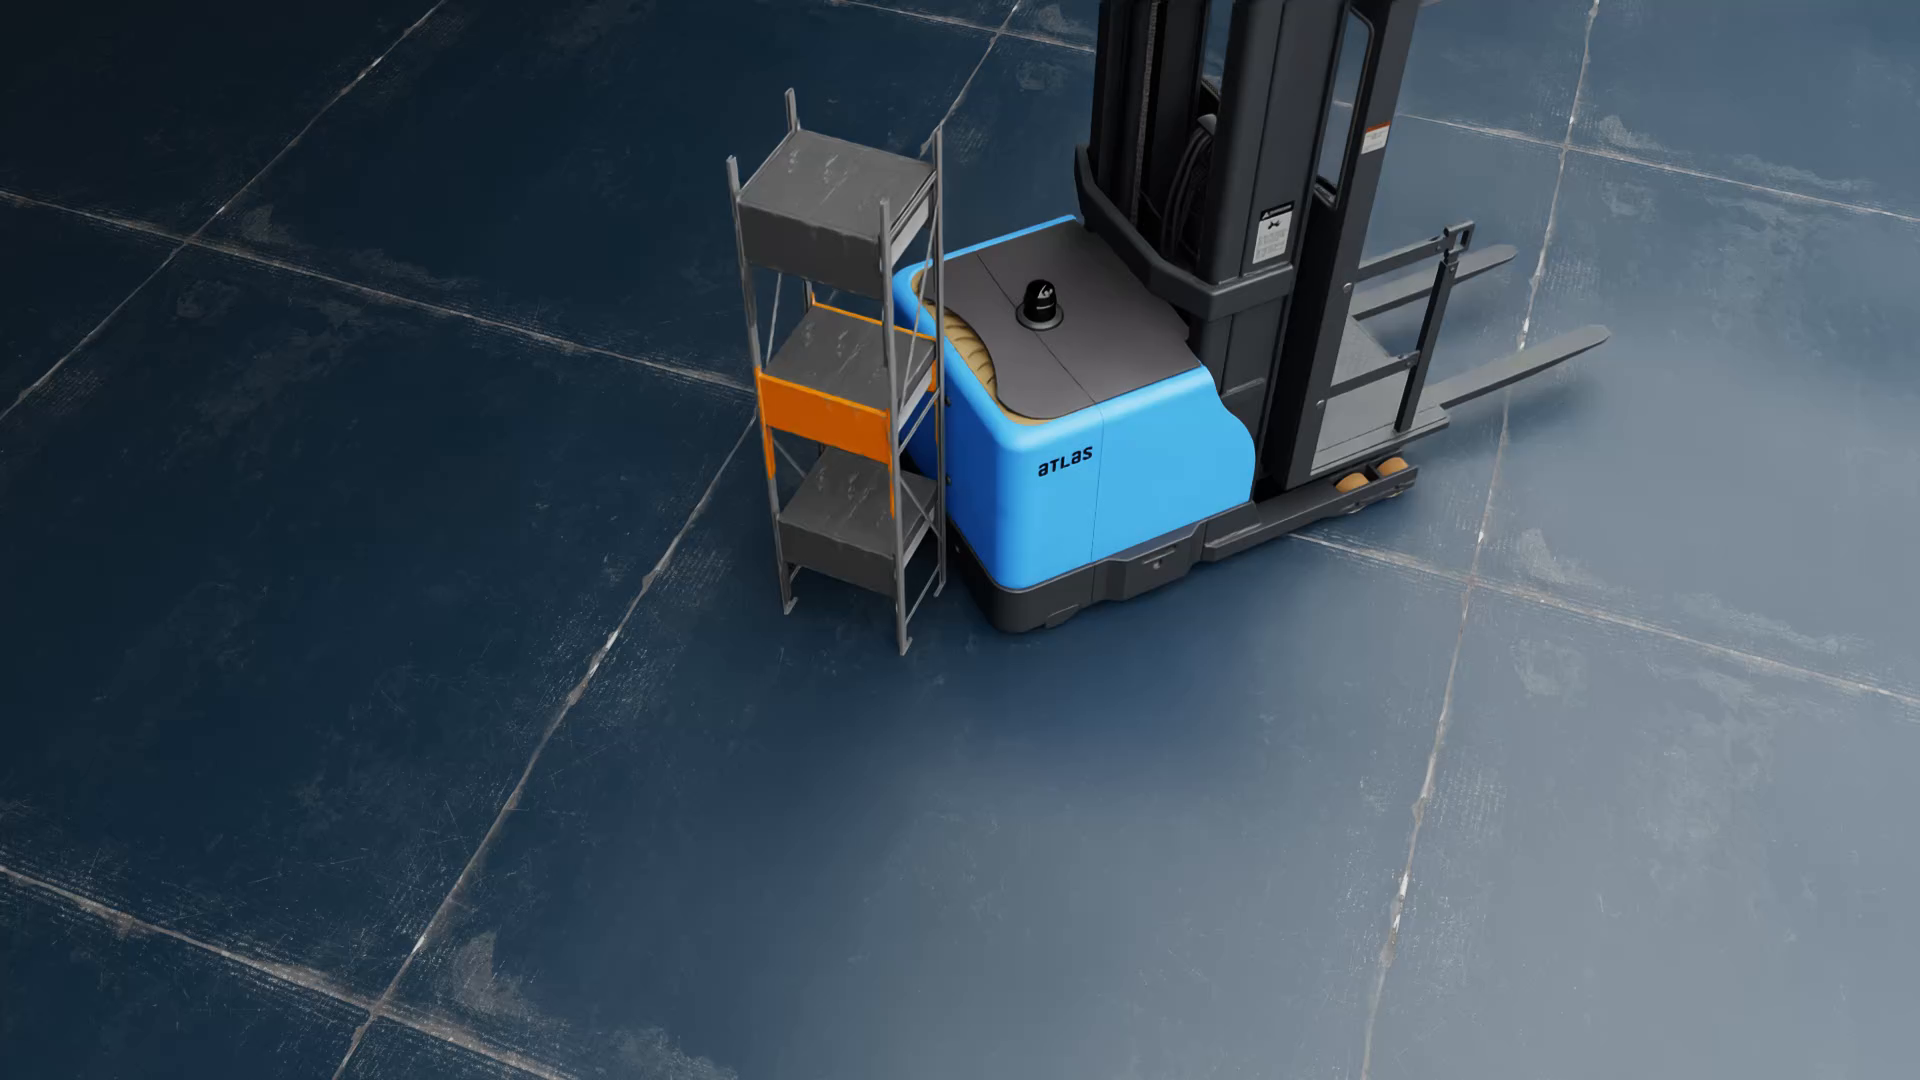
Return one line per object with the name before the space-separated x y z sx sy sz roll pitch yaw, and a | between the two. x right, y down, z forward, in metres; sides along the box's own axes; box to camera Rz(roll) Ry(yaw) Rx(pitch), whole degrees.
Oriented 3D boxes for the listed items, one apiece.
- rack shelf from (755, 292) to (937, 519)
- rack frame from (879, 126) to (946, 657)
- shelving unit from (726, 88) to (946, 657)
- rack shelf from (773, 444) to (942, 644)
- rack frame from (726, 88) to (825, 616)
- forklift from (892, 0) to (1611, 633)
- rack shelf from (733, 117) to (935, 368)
rack shelf | -0.363 -0.455 5.640 0.480 0.518 0.431 18 52 15
rack frame | -0.140 -0.390 5.565 0.015 2.100 0.400 18 52 15
shelving unit | -0.363 -0.464 5.629 0.503 2.100 0.431 18 52 15
rack shelf | -0.363 0.003 6.169 0.480 0.518 0.431 18 52 15
rack frame | -0.587 -0.538 5.693 0.015 2.100 0.400 18 52 15
forklift | 1.276 -1.406 5.895 3.031 2.935 1.130 -21 52 -17
rack shelf | -0.363 -0.914 5.111 0.480 0.518 0.431 18 52 15
